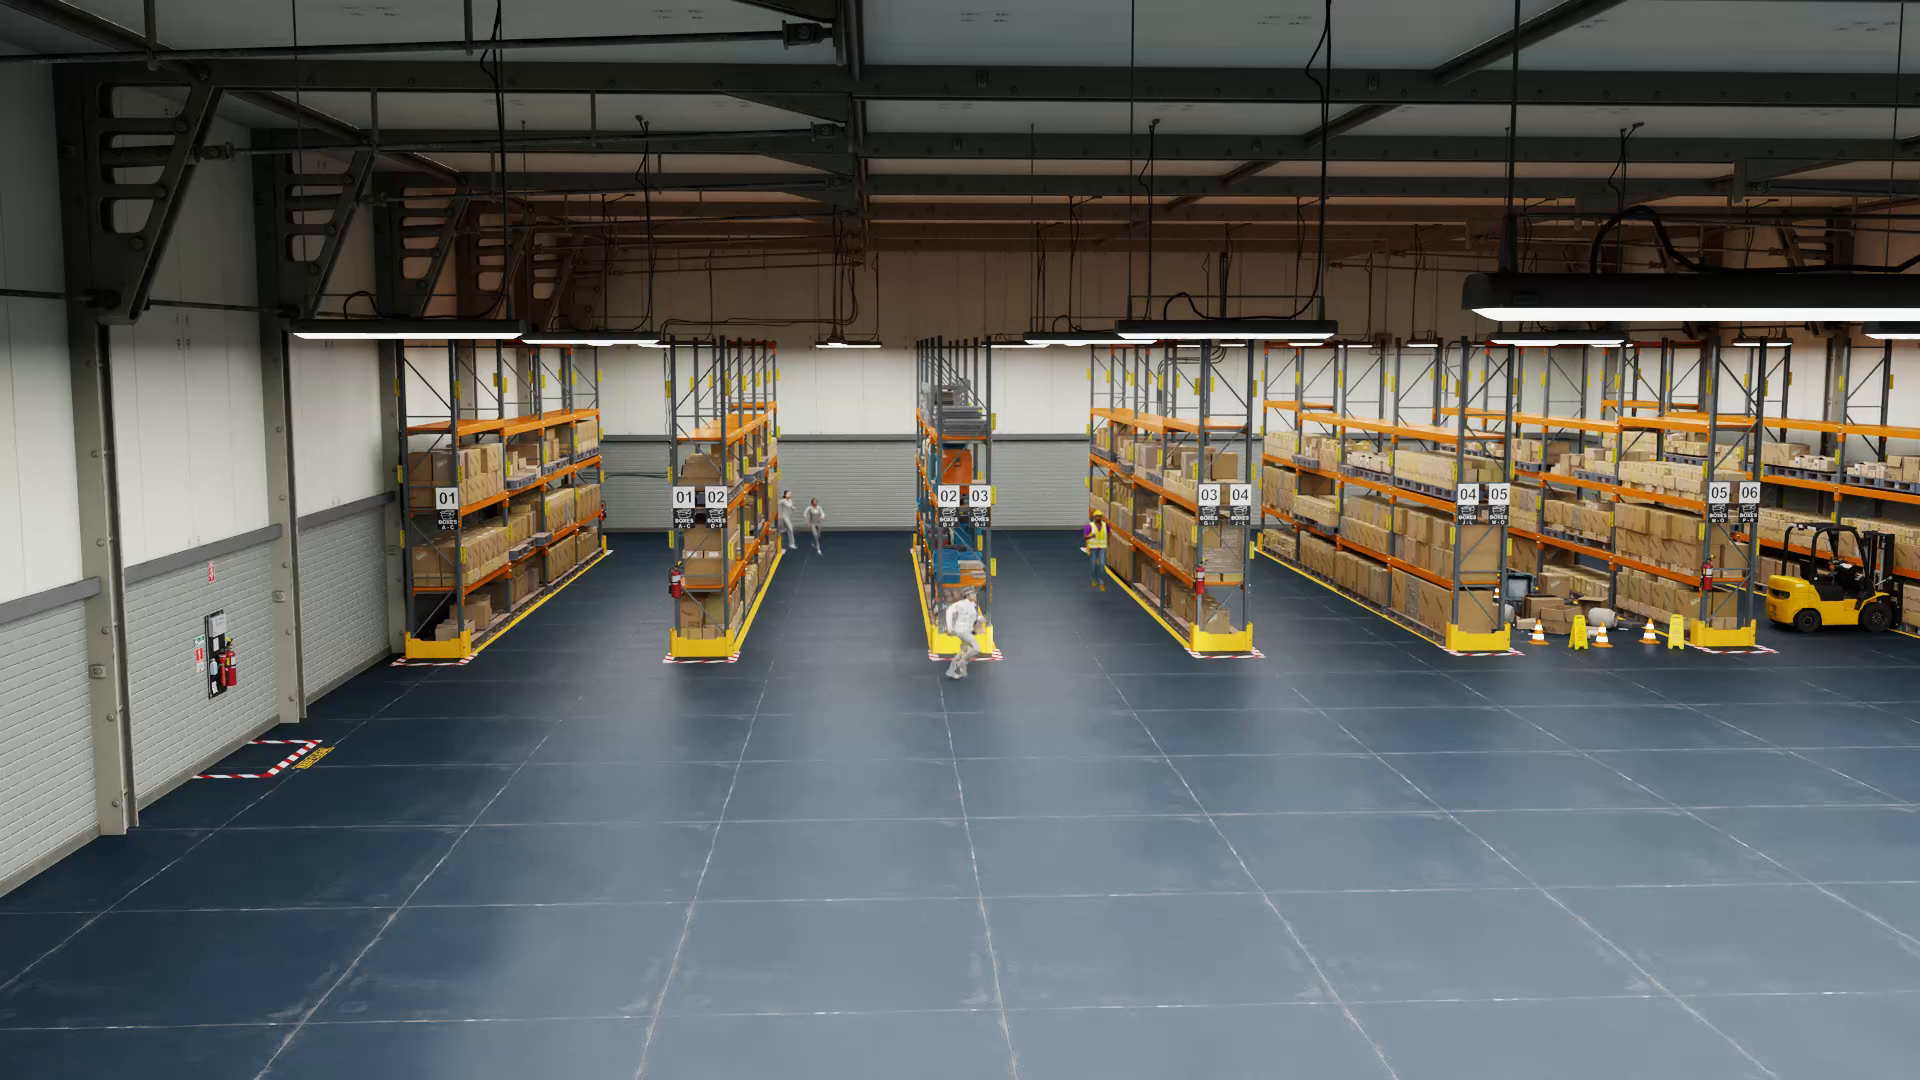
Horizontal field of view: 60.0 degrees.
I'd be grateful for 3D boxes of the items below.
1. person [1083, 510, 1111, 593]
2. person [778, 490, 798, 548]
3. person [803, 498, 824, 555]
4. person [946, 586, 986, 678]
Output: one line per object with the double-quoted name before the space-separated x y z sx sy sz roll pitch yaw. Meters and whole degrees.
"person" 3.146 0.239 38.011 0.677 1.854 0.712 0 7 -4
"person" -5.088 -0.615 48.597 0.921 1.687 0.594 4 8 31
"person" -4.126 -0.391 47.097 0.578 1.577 0.781 -2 7 -21
"person" 0.102 1.603 28.939 0.741 1.642 0.645 3 7 26
